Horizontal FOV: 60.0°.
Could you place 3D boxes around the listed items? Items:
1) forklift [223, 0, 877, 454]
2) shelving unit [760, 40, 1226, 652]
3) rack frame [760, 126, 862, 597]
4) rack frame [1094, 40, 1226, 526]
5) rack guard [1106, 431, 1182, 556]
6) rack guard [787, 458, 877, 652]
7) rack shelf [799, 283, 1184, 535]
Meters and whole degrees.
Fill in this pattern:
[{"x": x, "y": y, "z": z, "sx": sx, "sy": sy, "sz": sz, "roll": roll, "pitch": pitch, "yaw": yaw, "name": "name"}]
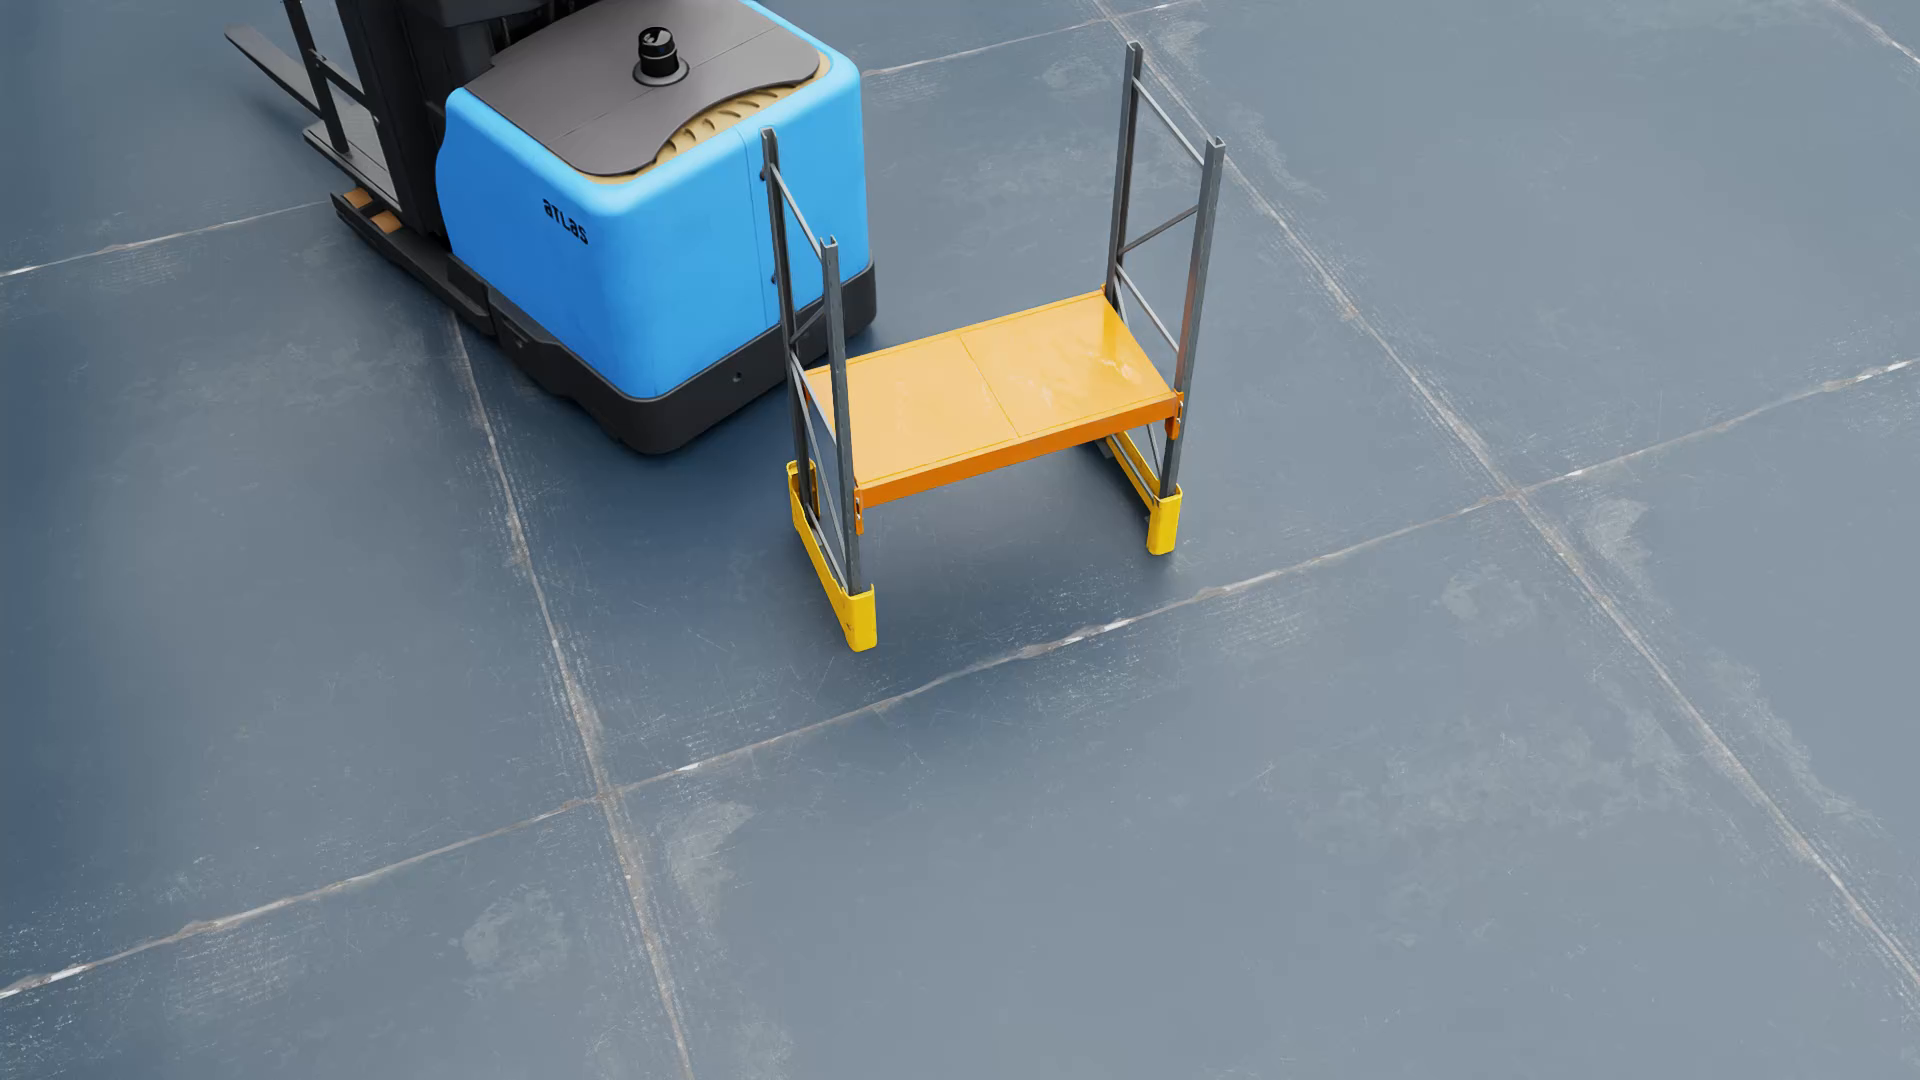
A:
[{"x": -1.686, "y": -2.248, "z": 5.248, "sx": 1.130, "sy": 2.935, "sz": 3.031, "roll": -37, "pitch": 59, "yaw": -27, "name": "forklift"}, {"x": 0.071, "y": -0.510, "z": 4.700, "sx": 1.083, "sy": 1.500, "sz": 0.587, "roll": -17, "pitch": 52, "yaw": -14, "name": "shelving unit"}, {"x": -0.392, "y": -0.367, "z": 4.577, "sx": 0.032, "sy": 1.500, "sz": 0.500, "roll": -17, "pitch": 52, "yaw": -14, "name": "rack frame"}, {"x": 0.550, "y": -0.659, "z": 4.827, "sx": 0.032, "sy": 1.500, "sz": 0.500, "roll": -17, "pitch": 52, "yaw": -14, "name": "rack frame"}, {"x": 0.532, "y": -0.246, "z": 5.297, "sx": 0.087, "sy": 0.250, "sz": 0.587, "roll": -17, "pitch": 52, "yaw": -14, "name": "rack guard"}, {"x": -0.390, "y": 0.040, "z": 5.051, "sx": 0.087, "sy": 0.250, "sz": 0.587, "roll": -17, "pitch": 52, "yaw": -14, "name": "rack guard"}, {"x": 0.079, "y": -0.396, "z": 4.838, "sx": 1.000, "sy": 0.185, "sz": 0.538, "roll": -17, "pitch": 52, "yaw": -14, "name": "rack shelf"}]
